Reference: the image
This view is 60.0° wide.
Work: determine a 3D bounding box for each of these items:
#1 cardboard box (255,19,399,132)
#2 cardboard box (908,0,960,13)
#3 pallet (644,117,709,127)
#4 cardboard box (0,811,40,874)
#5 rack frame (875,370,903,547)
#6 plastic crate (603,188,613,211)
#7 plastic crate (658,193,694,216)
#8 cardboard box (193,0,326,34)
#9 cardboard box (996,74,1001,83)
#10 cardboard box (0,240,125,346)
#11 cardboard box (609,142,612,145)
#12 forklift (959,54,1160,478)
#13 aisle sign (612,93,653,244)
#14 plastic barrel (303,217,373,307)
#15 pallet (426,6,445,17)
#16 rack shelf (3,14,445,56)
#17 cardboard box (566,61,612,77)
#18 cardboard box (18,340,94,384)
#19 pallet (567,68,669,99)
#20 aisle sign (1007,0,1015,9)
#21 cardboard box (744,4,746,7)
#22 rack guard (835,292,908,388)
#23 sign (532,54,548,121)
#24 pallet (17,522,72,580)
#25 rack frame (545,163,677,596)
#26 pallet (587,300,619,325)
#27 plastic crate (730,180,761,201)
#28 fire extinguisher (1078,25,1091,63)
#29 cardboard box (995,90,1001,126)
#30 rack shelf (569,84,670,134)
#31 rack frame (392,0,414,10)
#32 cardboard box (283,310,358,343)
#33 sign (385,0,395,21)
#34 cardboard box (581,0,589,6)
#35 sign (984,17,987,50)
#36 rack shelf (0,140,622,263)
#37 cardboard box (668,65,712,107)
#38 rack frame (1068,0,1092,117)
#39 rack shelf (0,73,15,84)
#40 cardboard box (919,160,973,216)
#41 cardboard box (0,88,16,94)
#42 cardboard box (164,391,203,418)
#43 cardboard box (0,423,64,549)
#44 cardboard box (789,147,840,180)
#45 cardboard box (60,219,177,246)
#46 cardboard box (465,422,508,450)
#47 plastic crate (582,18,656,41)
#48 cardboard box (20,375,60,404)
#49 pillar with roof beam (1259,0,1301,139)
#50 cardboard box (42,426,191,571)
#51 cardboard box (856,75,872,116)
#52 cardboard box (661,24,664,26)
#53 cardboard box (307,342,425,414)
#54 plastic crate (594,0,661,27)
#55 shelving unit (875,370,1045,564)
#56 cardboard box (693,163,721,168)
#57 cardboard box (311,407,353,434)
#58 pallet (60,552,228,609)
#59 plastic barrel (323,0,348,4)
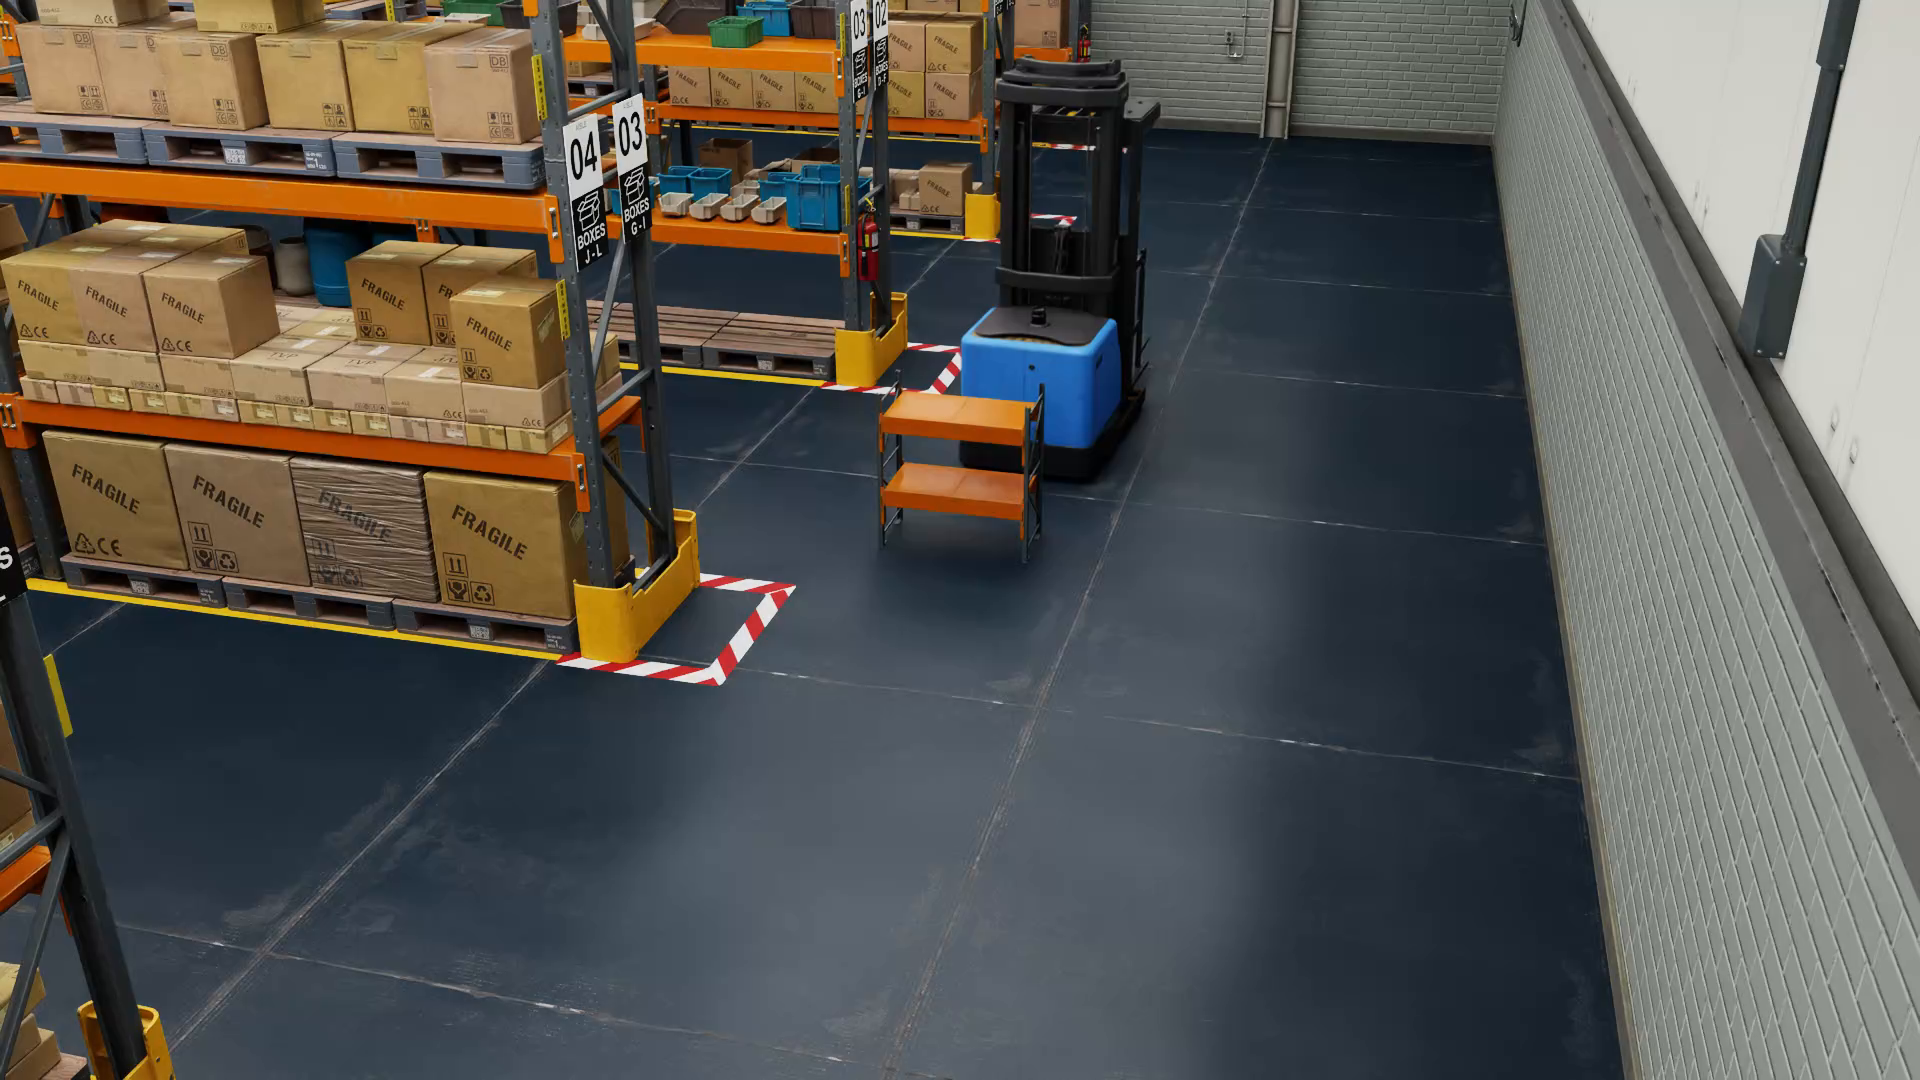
[{"bbox_3d":[-3.585,-2.678,9.556,0.500,0.500,0.700,5,26,9],"label":"cardboard box"},{"bbox_3d":[-0.280,-7.396,23.327,0.700,0.700,0.980,5,26,10],"label":"cardboard box"},{"bbox_3d":[-4.165,-6.401,24.832,1.213,0.211,1.003,6,26,13],"label":"pallet"},{"bbox_3d":[-3.606,1.132,6.057,0.250,0.149,0.380,6,26,13],"label":"cardboard box"},{"bbox_3d":[-0.486,-0.562,11.503,0.032,1.125,0.500,6,26,13],"label":"rack frame"},{"bbox_3d":[-3.248,-3.088,14.697,0.530,0.282,0.437,6,26,13],"label":"plastic crate"},{"bbox_3d":[-2.486,-2.927,14.528,0.250,0.136,0.298,6,26,13],"label":"plastic crate"},{"bbox_3d":[-3.994,-3.058,9.482,0.500,0.250,0.500,5,26,11],"label":"cardboard box"},{"bbox_3d":[0.540,-6.403,23.257,0.250,0.149,0.380,7,26,14],"label":"cardboard box"},{"bbox_3d":[-5.514,-1.540,10.334,0.500,0.500,0.500,6,26,13],"label":"cardboard box"},{"bbox_3d":[-4.470,-4.477,19.941,0.500,0.500,0.500,6,26,13],"label":"cardboard box"},{"bbox_3d":[0.926,-2.396,13.254,1.130,2.935,3.031,8,27,16],"label":"forklift"},{"bbox_3d":[-1.896,-2.156,9.646,0.004,0.787,0.394,6,26,13],"label":"aisle sign"},{"bbox_3d":[-5.889,-2.738,15.846,0.708,0.901,0.600,6,26,13],"label":"plastic barrel"},{"bbox_3d":[-8.015,-8.016,25.202,1.213,0.211,1.003,6,26,13],"label":"pallet"},{"bbox_3d":[-6.618,-4.599,15.149,4.000,0.370,1.077,6,26,13],"label":"rack shelf"},{"bbox_3d":[-4.529,-5.842,19.809,0.500,0.500,0.700,11,27,21],"label":"cardboard box"},{"bbox_3d":[-5.525,-1.200,10.492,0.500,0.250,0.500,6,26,12],"label":"cardboard box"},{"bbox_3d":[-4.190,-5.461,19.836,1.213,0.211,1.003,6,26,13],"label":"pallet"},{"bbox_3d":[0.569,-6.277,18.303,0.004,0.787,0.394,6,26,13],"label":"aisle sign"},{"bbox_3d":[-2.393,-5.913,19.283,0.500,0.500,0.500,6,26,12],"label":"cardboard box"},{"bbox_3d":[-0.781,-1.801,14.833,0.348,0.500,1.175,6,26,13],"label":"rack guard"},{"bbox_3d":[-2.189,-2.359,8.669,0.005,0.325,0.100,6,26,13],"label":"sign"},{"bbox_3d":[-6.681,-0.085,11.565,1.213,0.211,1.003,6,26,13],"label":"pallet"},{"bbox_3d":[-2.041,-0.865,9.958,0.127,3.000,1.000,6,26,13],"label":"rack frame"},{"bbox_3d":[-3.959,-2.033,15.657,1.213,0.211,1.003,6,26,13],"label":"pallet"},{"bbox_3d":[-1.911,-3.140,14.974,0.298,0.136,0.250,6,26,13],"label":"plastic crate"},{"bbox_3d":[1.692,-6.640,22.612,0.183,0.674,0.296,6,26,13],"label":"fire extinguisher"},{"bbox_3d":[0.473,-6.199,23.582,0.500,0.500,0.700,6,26,13],"label":"cardboard box"},{"bbox_3d":[-5.381,-5.306,20.124,4.000,0.370,1.077,6,26,13],"label":"rack shelf"},{"bbox_3d":[-4.681,-6.064,13.899,0.127,3.000,1.000,6,26,13],"label":"rack frame"},{"bbox_3d":[-3.936,-1.257,10.611,0.500,0.250,0.500,6,26,12],"label":"cardboard box"},{"bbox_3d":[-4.820,-4.484,14.062,0.005,0.325,0.100,6,26,13],"label":"sign"},{"bbox_3d":[-5.176,-7.878,24.203,0.500,0.500,0.500,7,26,15],"label":"cardboard box"},{"bbox_3d":[0.273,-5.425,17.822,0.005,0.325,0.100,6,26,13],"label":"sign"},{"bbox_3d":[-3.978,-2.108,9.918,4.000,0.370,1.077,6,26,13],"label":"rack shelf"},{"bbox_3d":[-3.018,-5.294,19.145,0.500,0.500,0.500,7,26,14],"label":"cardboard box"},{"bbox_3d":[1.660,-7.051,22.953,0.127,3.000,1.000,6,26,13],"label":"rack frame"},{"bbox_3d":[-13.129,-6.162,21.923,4.000,0.370,1.077,6,26,13],"label":"rack shelf"},{"bbox_3d":[-0.158,-4.014,18.970,0.500,0.500,0.500,6,26,13],"label":"cardboard box"},{"bbox_3d":[-12.662,-5.629,21.803,0.500,0.500,0.500,6,26,13],"label":"cardboard box"},{"bbox_3d":[-4.698,-0.899,10.322,0.250,0.149,0.380,6,26,12],"label":"cardboard box"},{"bbox_3d":[-6.539,-0.583,11.351,0.875,0.875,1.225,6,26,13],"label":"cardboard box"},{"bbox_3d":[-1.623,-4.289,19.544,0.637,0.503,0.797,6,26,13],"label":"cardboard box"},{"bbox_3d":[-5.403,-1.760,10.795,0.500,0.500,0.500,7,26,14],"label":"cardboard box"},{"bbox_3d":[-2.720,-0.679,9.862,0.250,0.149,0.380,7,26,14],"label":"cardboard box"},{"bbox_3d":[-2.870,-4.280,13.949,0.530,0.136,0.437,6,26,13],"label":"plastic crate"},{"bbox_3d":[-5.711,-1.009,10.555,0.250,0.149,0.380,6,26,13],"label":"cardboard box"},{"bbox_3d":[3.419,-8.039,18.048,0.400,9.000,9.100,6,26,13],"label":"pillar with roof beam"},{"bbox_3d":[-5.295,-0.419,11.006,0.875,0.875,0.875,6,26,13],"label":"cardboard box"},{"bbox_3d":[-1.056,-5.078,18.692,0.500,0.500,0.500,7,26,13],"label":"cardboard box"},{"bbox_3d":[-3.057,-5.746,18.931,0.500,0.500,0.500,7,26,14],"label":"cardboard box"},{"bbox_3d":[-3.560,-0.982,10.032,0.500,0.250,0.500,5,26,11],"label":"cardboard box"},{"bbox_3d":[-2.877,-4.593,14.438,0.530,0.282,0.437,6,26,13],"label":"plastic crate"},{"bbox_3d":[0.007,-0.507,11.388,1.048,1.125,0.538,6,26,13],"label":"shelving unit"},{"bbox_3d":[-3.091,-4.266,19.719,0.500,0.311,0.500,6,26,13],"label":"cardboard box"},{"bbox_3d":[-3.708,-0.789,10.091,0.250,0.149,0.380,6,26,13],"label":"cardboard box"},{"bbox_3d":[-5.198,0.080,11.218,1.213,0.211,1.003,6,26,13],"label":"pallet"},{"bbox_3d":[-5.615,-4.997,14.441,0.600,0.588,0.600,0,25,0],"label":"plastic barrel"}]
